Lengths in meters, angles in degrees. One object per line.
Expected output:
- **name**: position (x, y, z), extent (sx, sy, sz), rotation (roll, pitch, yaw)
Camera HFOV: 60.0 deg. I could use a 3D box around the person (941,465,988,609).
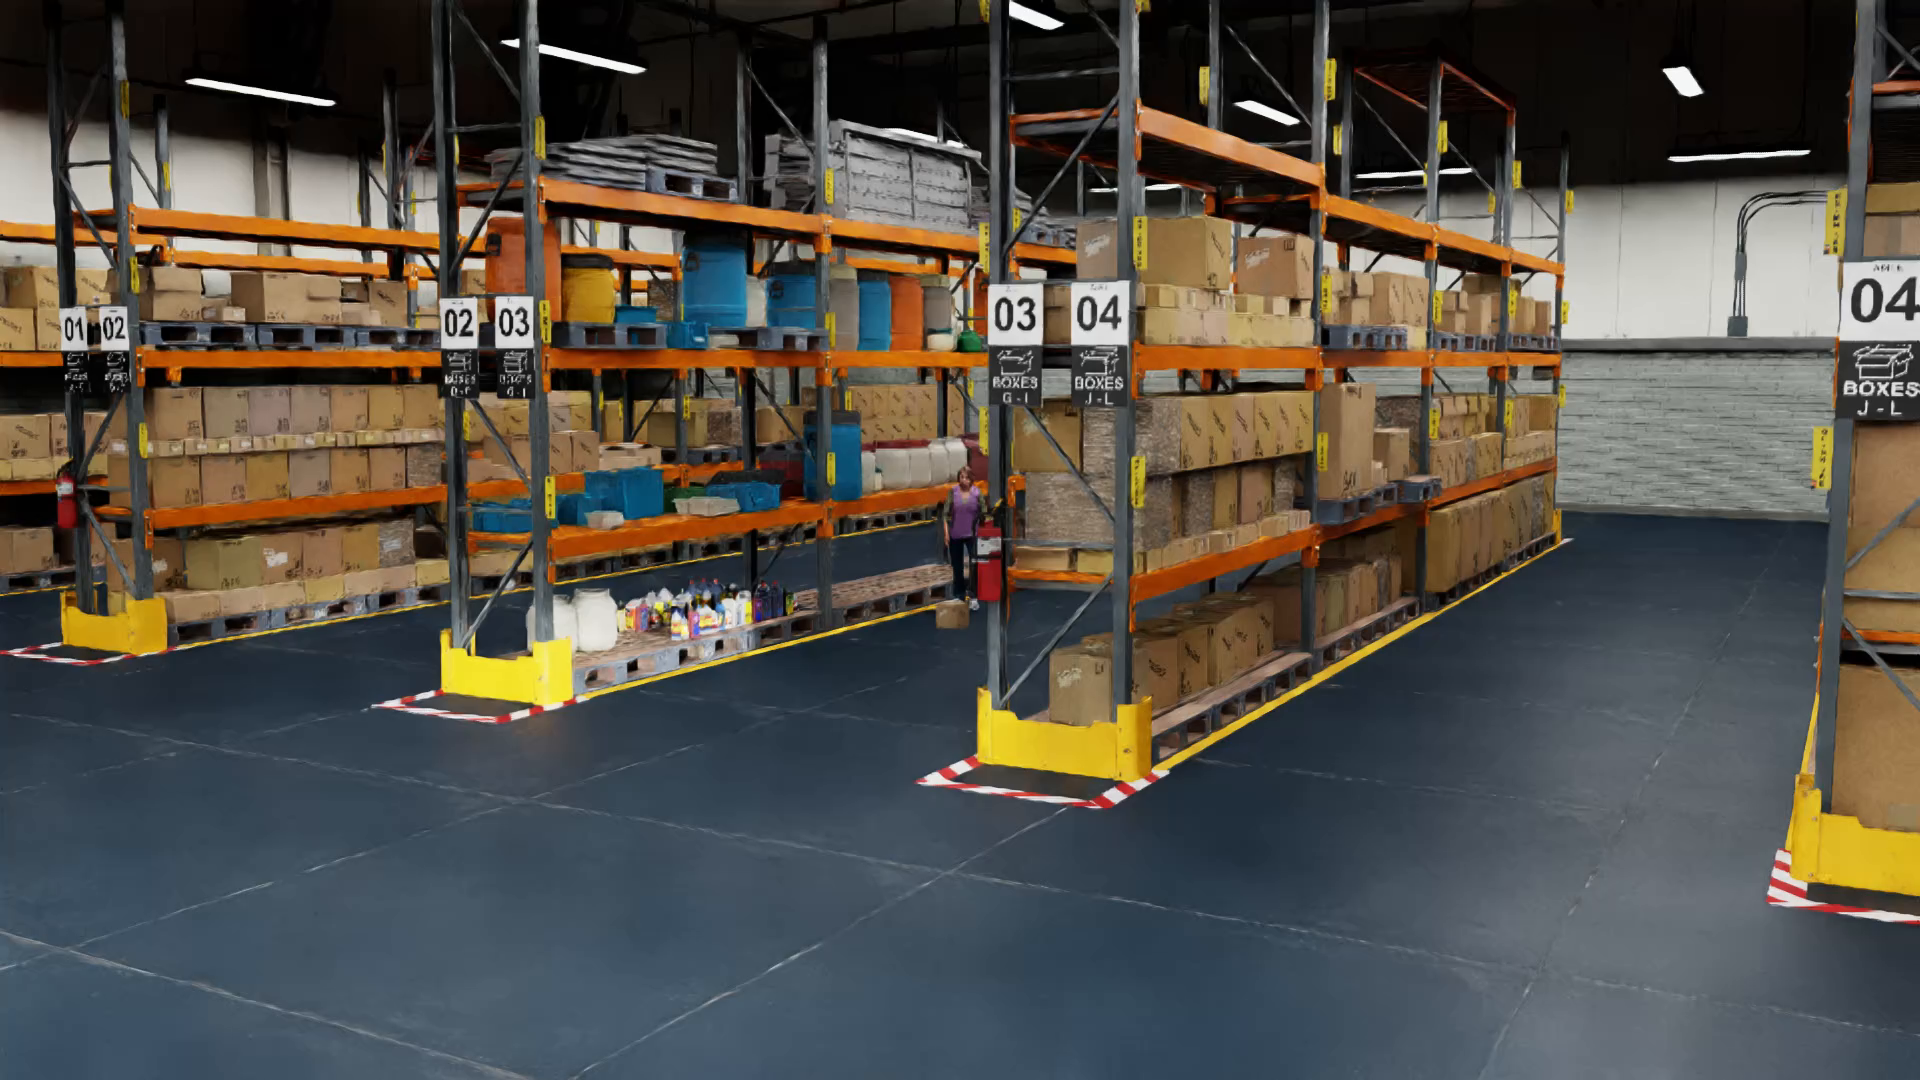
- **person**: position (0.079, -0.024, 18.041), extent (0.553, 1.561, 0.493), rotation (1, 6, 6)
